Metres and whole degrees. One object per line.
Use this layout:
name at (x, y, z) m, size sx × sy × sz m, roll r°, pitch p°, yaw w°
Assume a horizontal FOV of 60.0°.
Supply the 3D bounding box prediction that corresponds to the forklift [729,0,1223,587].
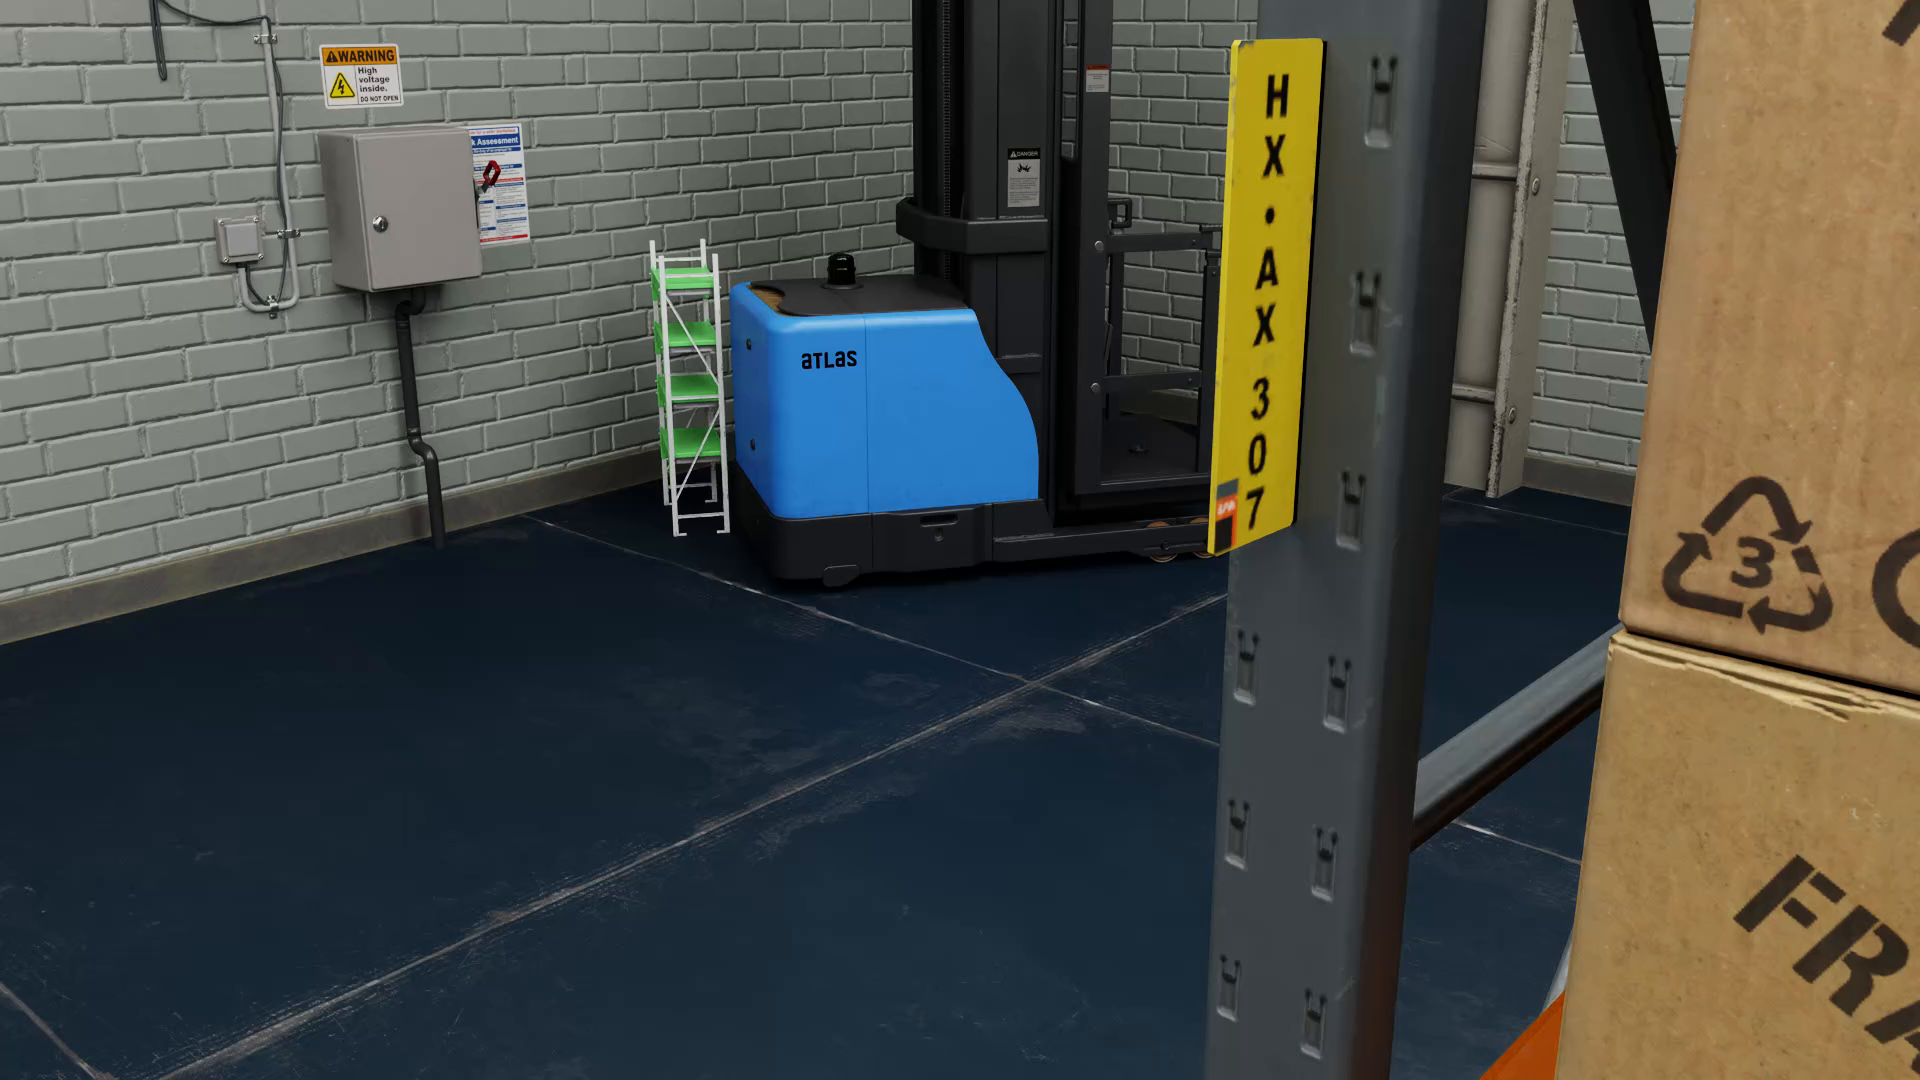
forklift at (0.596, -1.451, 6.840) m, size 3.031 × 2.935 × 1.130 m, roll -5°, pitch 18°, yaw -16°

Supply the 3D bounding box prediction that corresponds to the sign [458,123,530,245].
sign at (-1.986, -1.510, 7.068) m, size 0.001 × 0.494 × 0.329 m, roll 15°, pitch 23°, yaw 39°

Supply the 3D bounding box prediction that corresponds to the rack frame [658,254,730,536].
rack frame at (-1.117, -0.599, 7.015) m, size 0.240 × 1.200 × 0.015 m, roll -4°, pitch 18°, yaw -14°

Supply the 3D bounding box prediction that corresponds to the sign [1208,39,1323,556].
sign at (0.198, -0.155, 1.080) m, size 0.005 × 0.325 × 0.100 m, roll 15°, pitch 23°, yaw 39°

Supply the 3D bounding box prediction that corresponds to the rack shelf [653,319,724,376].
rack shelf at (-1.178, -0.838, 7.187) m, size 0.258 × 0.148 × 0.480 m, roll -4°, pitch 18°, yaw -14°

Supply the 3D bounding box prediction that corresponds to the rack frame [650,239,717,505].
rack frame at (-1.238, -0.742, 7.466) m, size 0.240 × 1.200 × 0.015 m, roll -4°, pitch 18°, yaw -14°

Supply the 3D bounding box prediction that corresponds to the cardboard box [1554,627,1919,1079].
cardboard box at (0.739, 0.284, 1.091) m, size 0.500 × 0.500 × 0.500 m, roll 15°, pitch 23°, yaw 39°

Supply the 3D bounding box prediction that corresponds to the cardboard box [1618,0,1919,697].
cardboard box at (0.741, -0.193, 0.942) m, size 0.500 × 0.500 × 0.500 m, roll 14°, pitch 23°, yaw 38°

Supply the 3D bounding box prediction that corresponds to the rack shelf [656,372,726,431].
rack shelf at (-1.178, -0.609, 7.260) m, size 0.258 × 0.148 × 0.480 m, roll -4°, pitch 18°, yaw -14°

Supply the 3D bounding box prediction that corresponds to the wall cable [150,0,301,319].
wall cable at (-2.730, -1.764, 6.030) m, size 0.122 × 1.984 × 0.588 m, roll 15°, pitch 23°, yaw 39°

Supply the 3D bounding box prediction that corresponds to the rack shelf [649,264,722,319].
rack shelf at (-1.178, -1.067, 7.114) m, size 0.258 × 0.148 × 0.480 m, roll -4°, pitch 18°, yaw -14°

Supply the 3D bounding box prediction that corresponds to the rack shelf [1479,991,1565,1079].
rack shelf at (2.067, 0.915, 0.458) m, size 4.000 × 0.370 × 1.077 m, roll 15°, pitch 23°, yaw 39°

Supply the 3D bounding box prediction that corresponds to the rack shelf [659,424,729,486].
rack shelf at (-1.178, -0.381, 7.332) m, size 0.258 × 0.148 × 0.480 m, roll -4°, pitch 18°, yaw -14°

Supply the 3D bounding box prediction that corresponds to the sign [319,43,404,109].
sign at (-2.350, -1.825, 6.538) m, size 0.001 × 0.242 × 0.339 m, roll 15°, pitch 23°, yaw 39°

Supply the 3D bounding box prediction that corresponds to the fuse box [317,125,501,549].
fuse box at (-2.159, -0.788, 6.766) m, size 0.414 × 1.711 × 0.539 m, roll 15°, pitch 23°, yaw 39°

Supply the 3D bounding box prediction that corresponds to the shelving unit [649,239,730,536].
shelving unit at (-1.178, -0.670, 7.240) m, size 0.258 × 1.200 × 0.503 m, roll -4°, pitch 18°, yaw -14°

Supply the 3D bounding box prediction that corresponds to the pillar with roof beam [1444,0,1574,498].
pillar with roof beam at (-0.413, -3.584, 3.528) m, size 0.400 × 9.000 × 9.100 m, roll 15°, pitch 23°, yaw 39°
